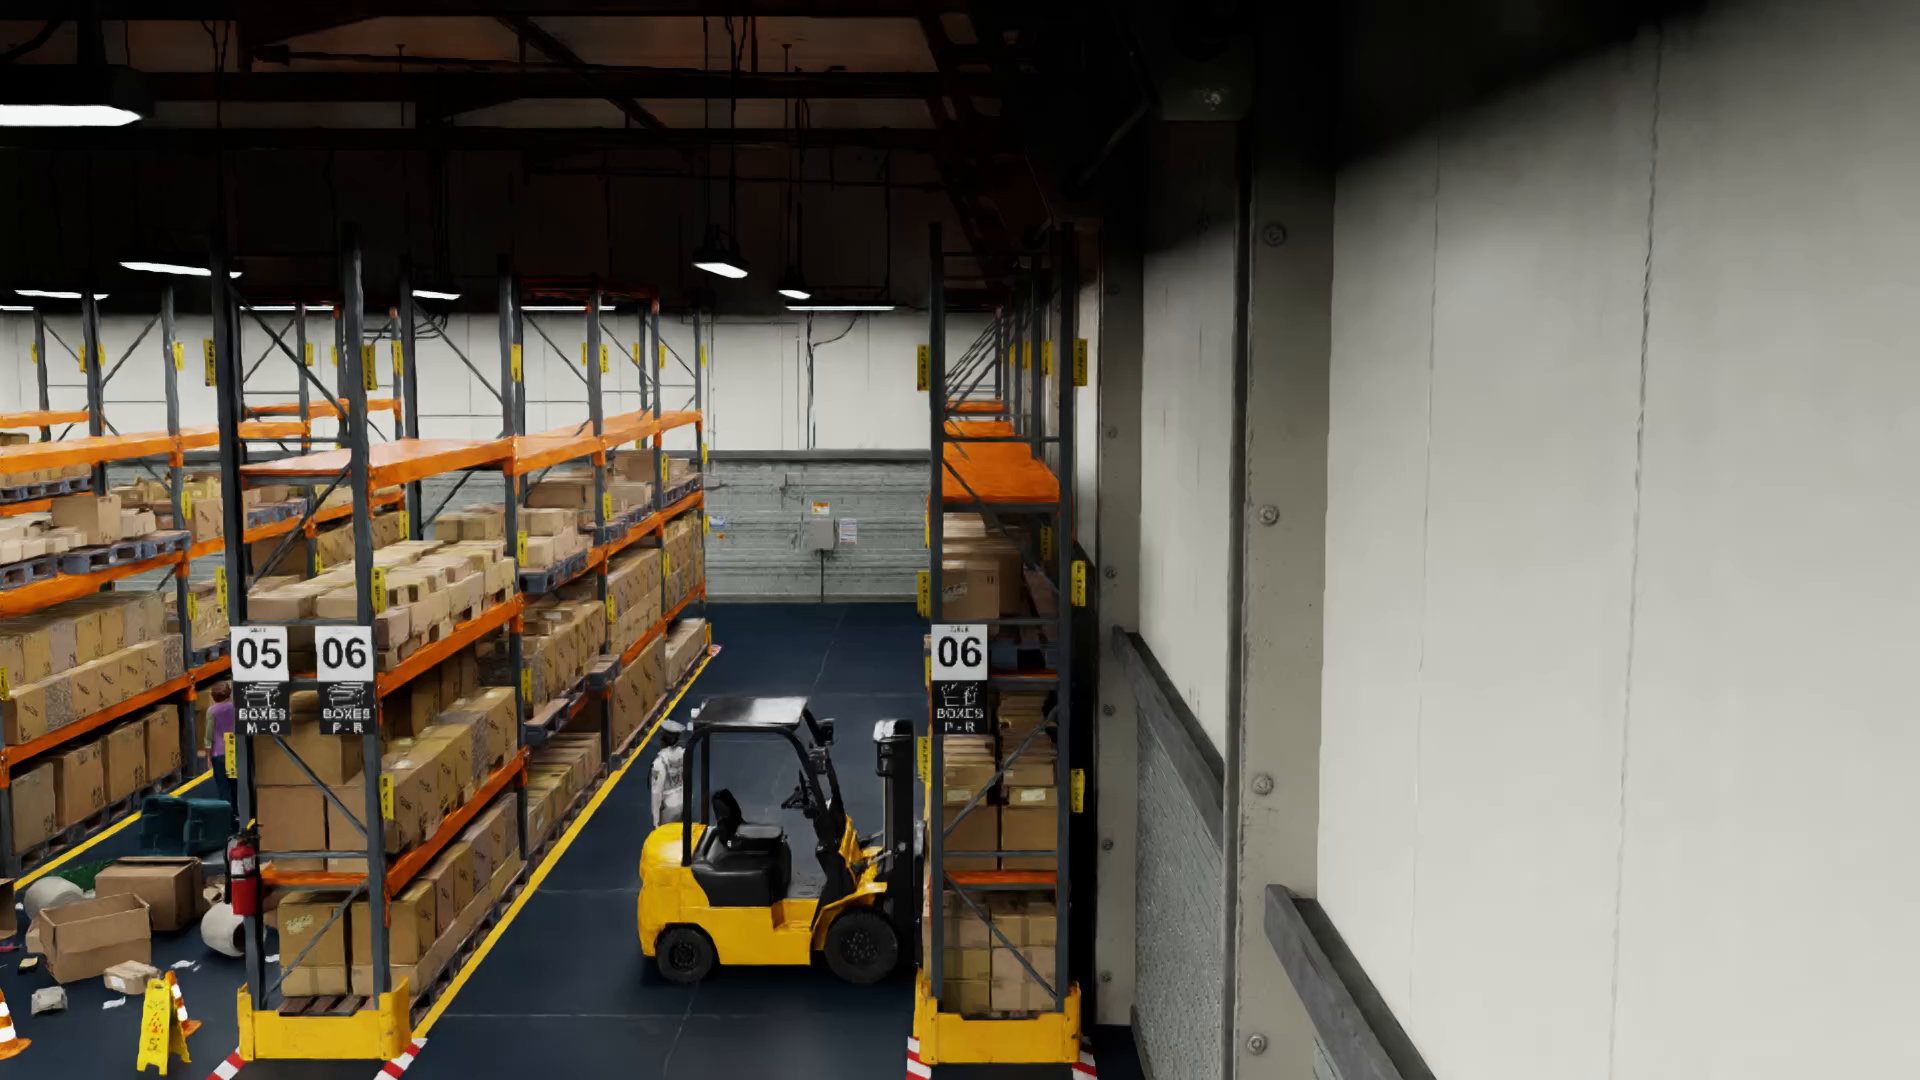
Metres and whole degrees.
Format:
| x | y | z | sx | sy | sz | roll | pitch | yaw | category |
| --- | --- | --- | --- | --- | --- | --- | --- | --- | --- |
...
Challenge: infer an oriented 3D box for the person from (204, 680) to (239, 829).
| x | y | z | sx | sy | sz | roll | pitch | yaw | category |
| --- | --- | --- | --- | --- | --- | --- | --- | --- | --- |
| -7.887 | 2.291 | 17.802 | 0.453 | 1.599 | 0.464 | 4 | 8 | 30 | person |

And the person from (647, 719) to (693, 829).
| x | y | z | sx | sy | sz | roll | pitch | yaw | category |
| --- | --- | --- | --- | --- | --- | --- | --- | --- | --- |
| -2.735 | 2.519 | 15.548 | 0.459 | 1.675 | 0.524 | 4 | 8 | 29 | person |
